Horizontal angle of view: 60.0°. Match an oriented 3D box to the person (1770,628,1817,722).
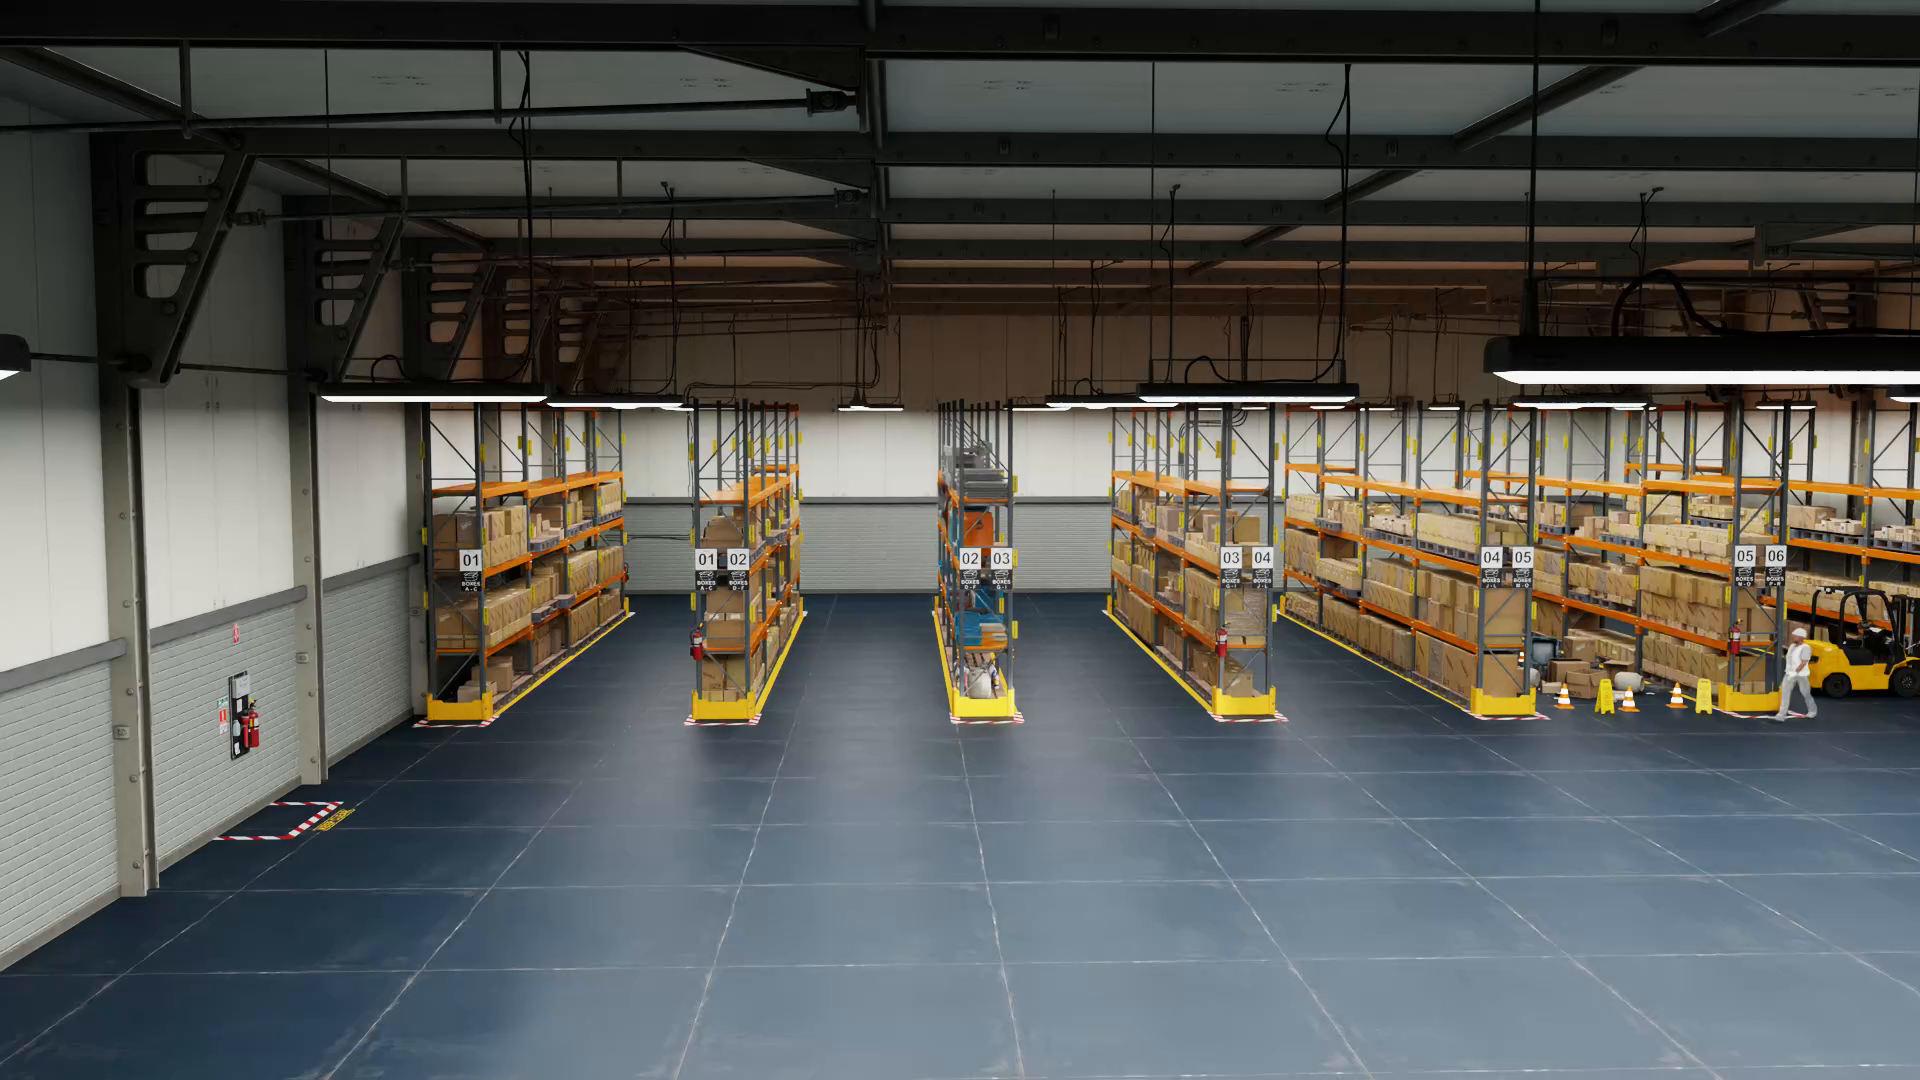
[{"bbox_3d":[15.541,2.512,30.871,1.068,1.743,0.492,-3,5,-34],"label":"person"}]
